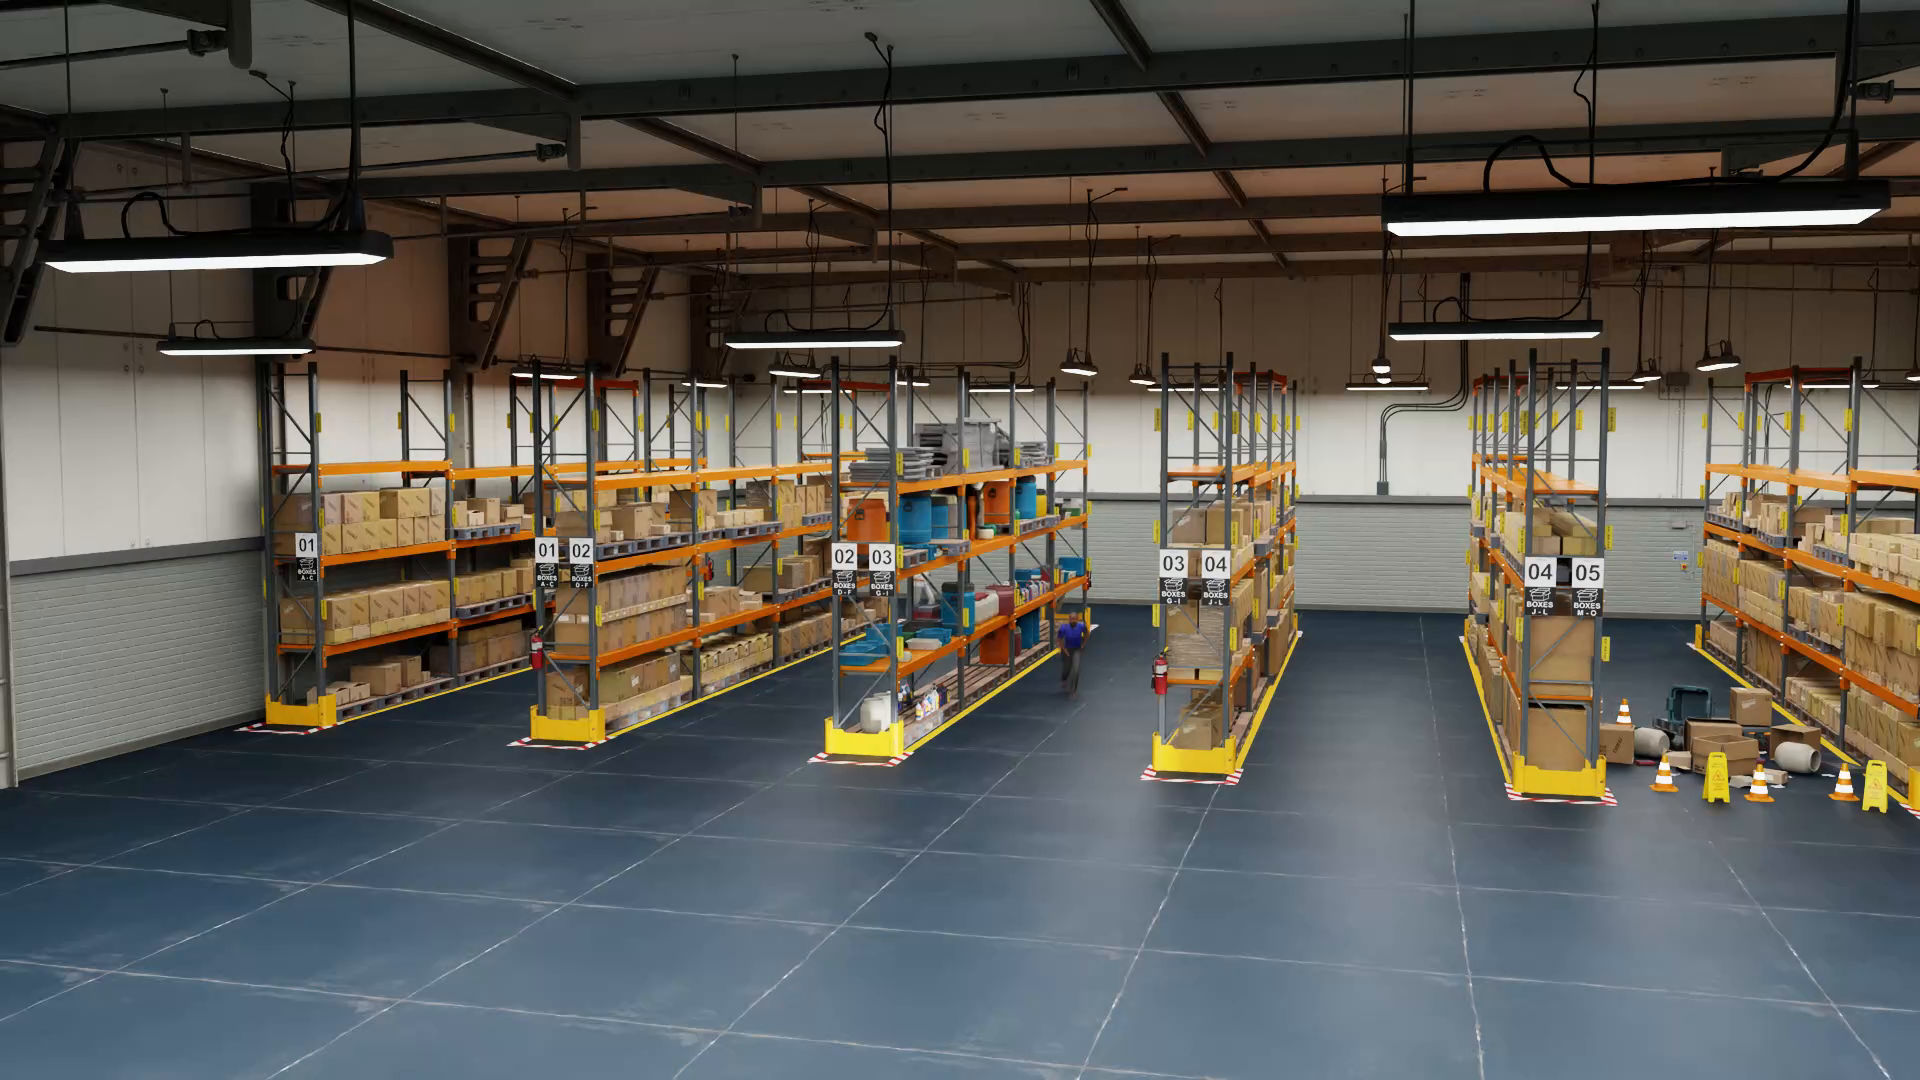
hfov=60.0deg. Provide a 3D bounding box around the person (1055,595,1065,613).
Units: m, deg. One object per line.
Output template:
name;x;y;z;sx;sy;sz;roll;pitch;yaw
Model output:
person;2.463;1.299;41.754;0.829;1.567;0.796;-2;4;-26

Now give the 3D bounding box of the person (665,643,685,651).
person;-5.959;1.747;34.113;0.684;1.724;0.680;1;4;17

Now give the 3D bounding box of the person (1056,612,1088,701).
person;2.031;2.089;30.460;0.603;1.621;0.960;-1;4;-12

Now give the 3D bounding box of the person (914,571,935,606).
person;-0.990;1.214;42.175;0.607;1.694;0.875;-3;5;-32
